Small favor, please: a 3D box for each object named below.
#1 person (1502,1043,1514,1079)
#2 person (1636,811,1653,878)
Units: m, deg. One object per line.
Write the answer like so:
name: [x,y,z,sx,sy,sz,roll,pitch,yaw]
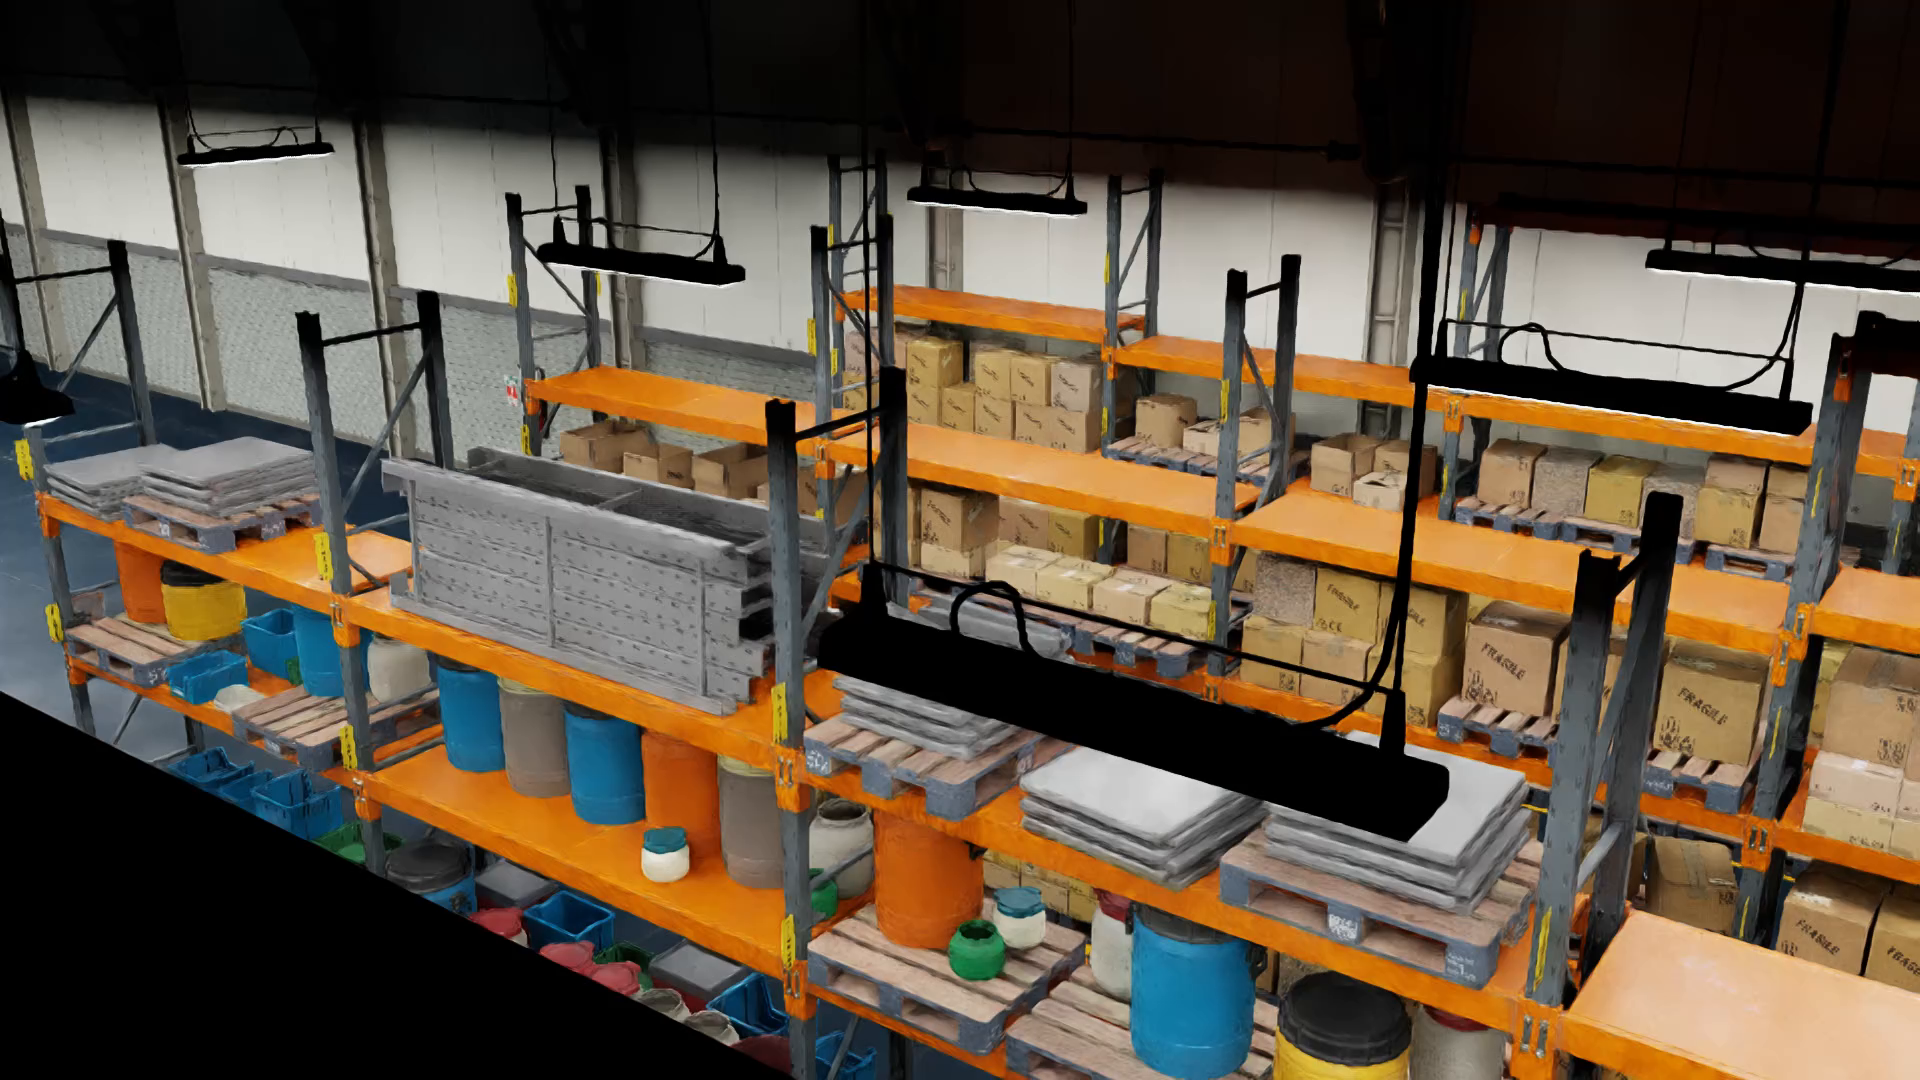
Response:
person: [3.547,3.980,10.609,0.534,1.674,0.677,12,22,32]
person: [6.162,2.429,15.414,1.039,1.514,0.418,12,22,32]
